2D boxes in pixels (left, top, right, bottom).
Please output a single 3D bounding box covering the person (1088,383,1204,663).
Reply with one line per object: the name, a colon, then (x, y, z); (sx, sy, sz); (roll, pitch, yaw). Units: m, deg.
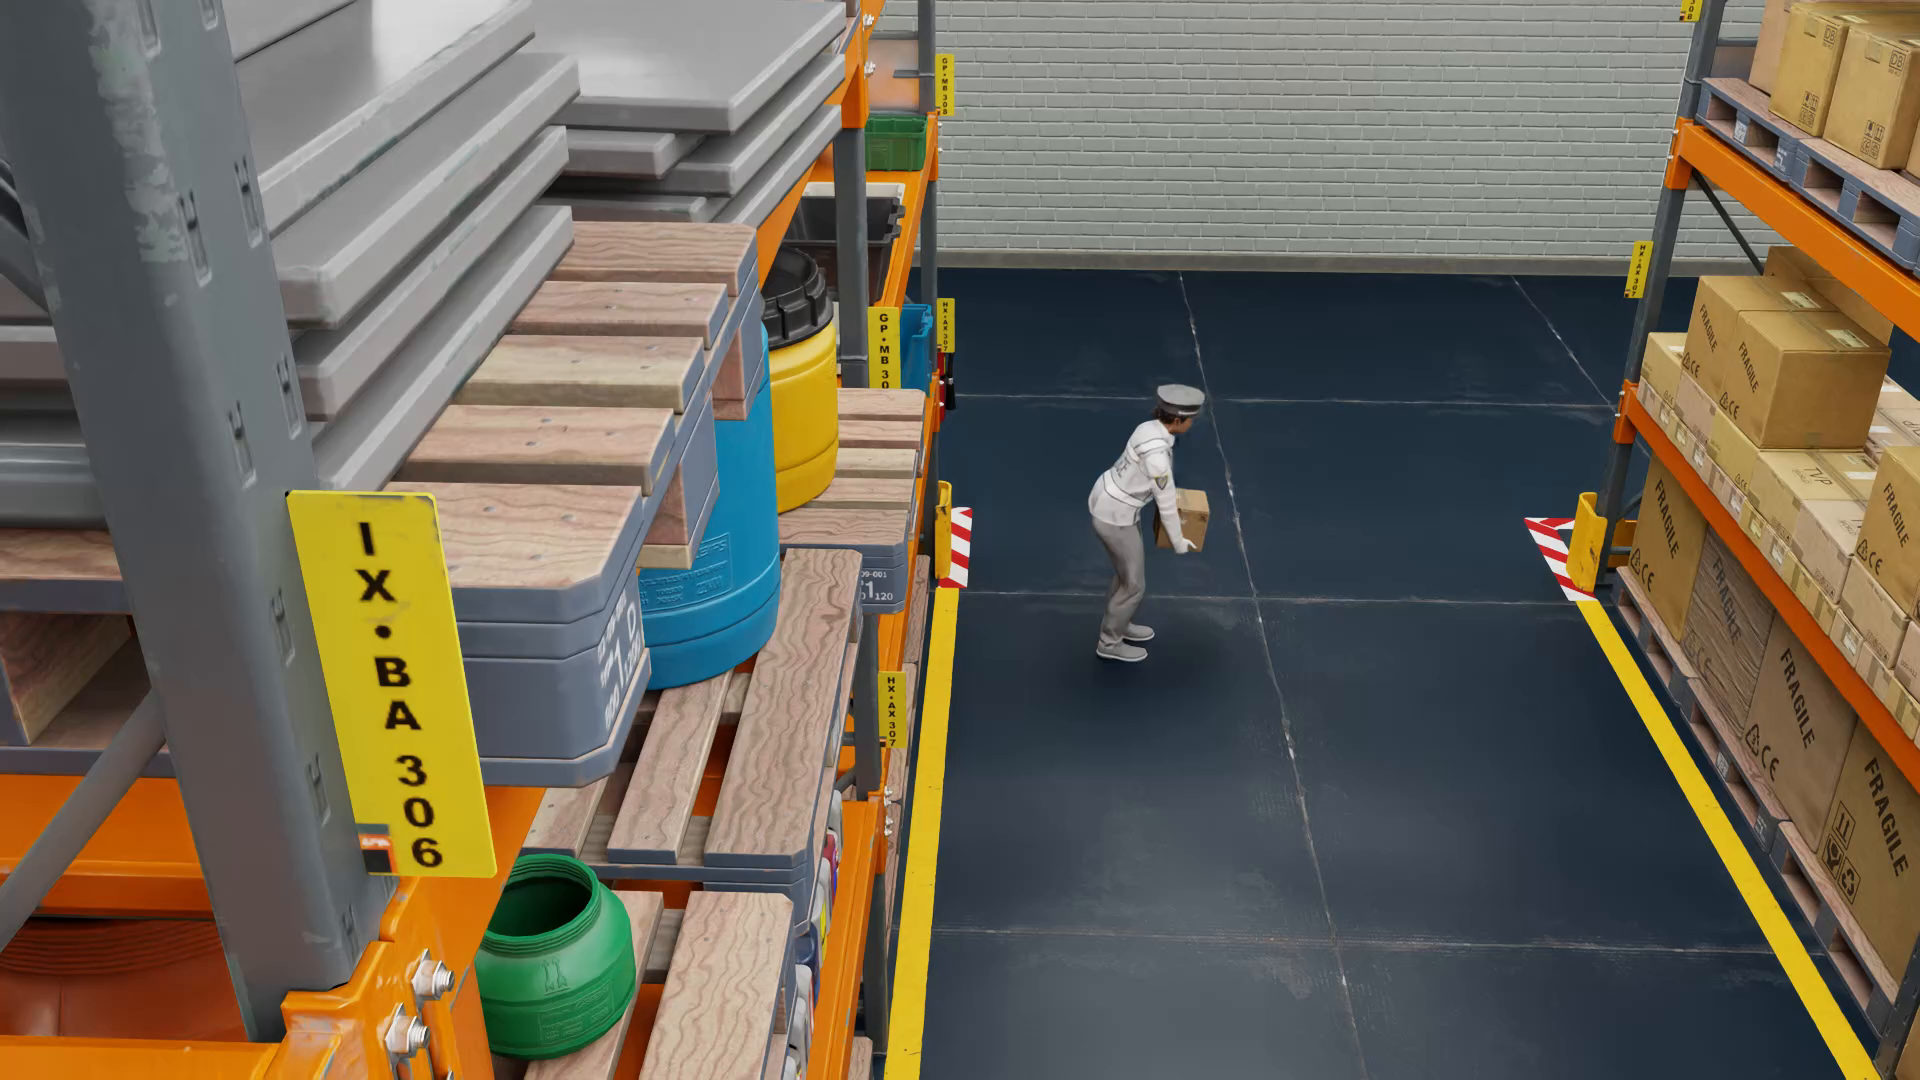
person: (0.993, -0.097, 9.117); (0.586, 1.585, 0.412); (0, 28, 1)
